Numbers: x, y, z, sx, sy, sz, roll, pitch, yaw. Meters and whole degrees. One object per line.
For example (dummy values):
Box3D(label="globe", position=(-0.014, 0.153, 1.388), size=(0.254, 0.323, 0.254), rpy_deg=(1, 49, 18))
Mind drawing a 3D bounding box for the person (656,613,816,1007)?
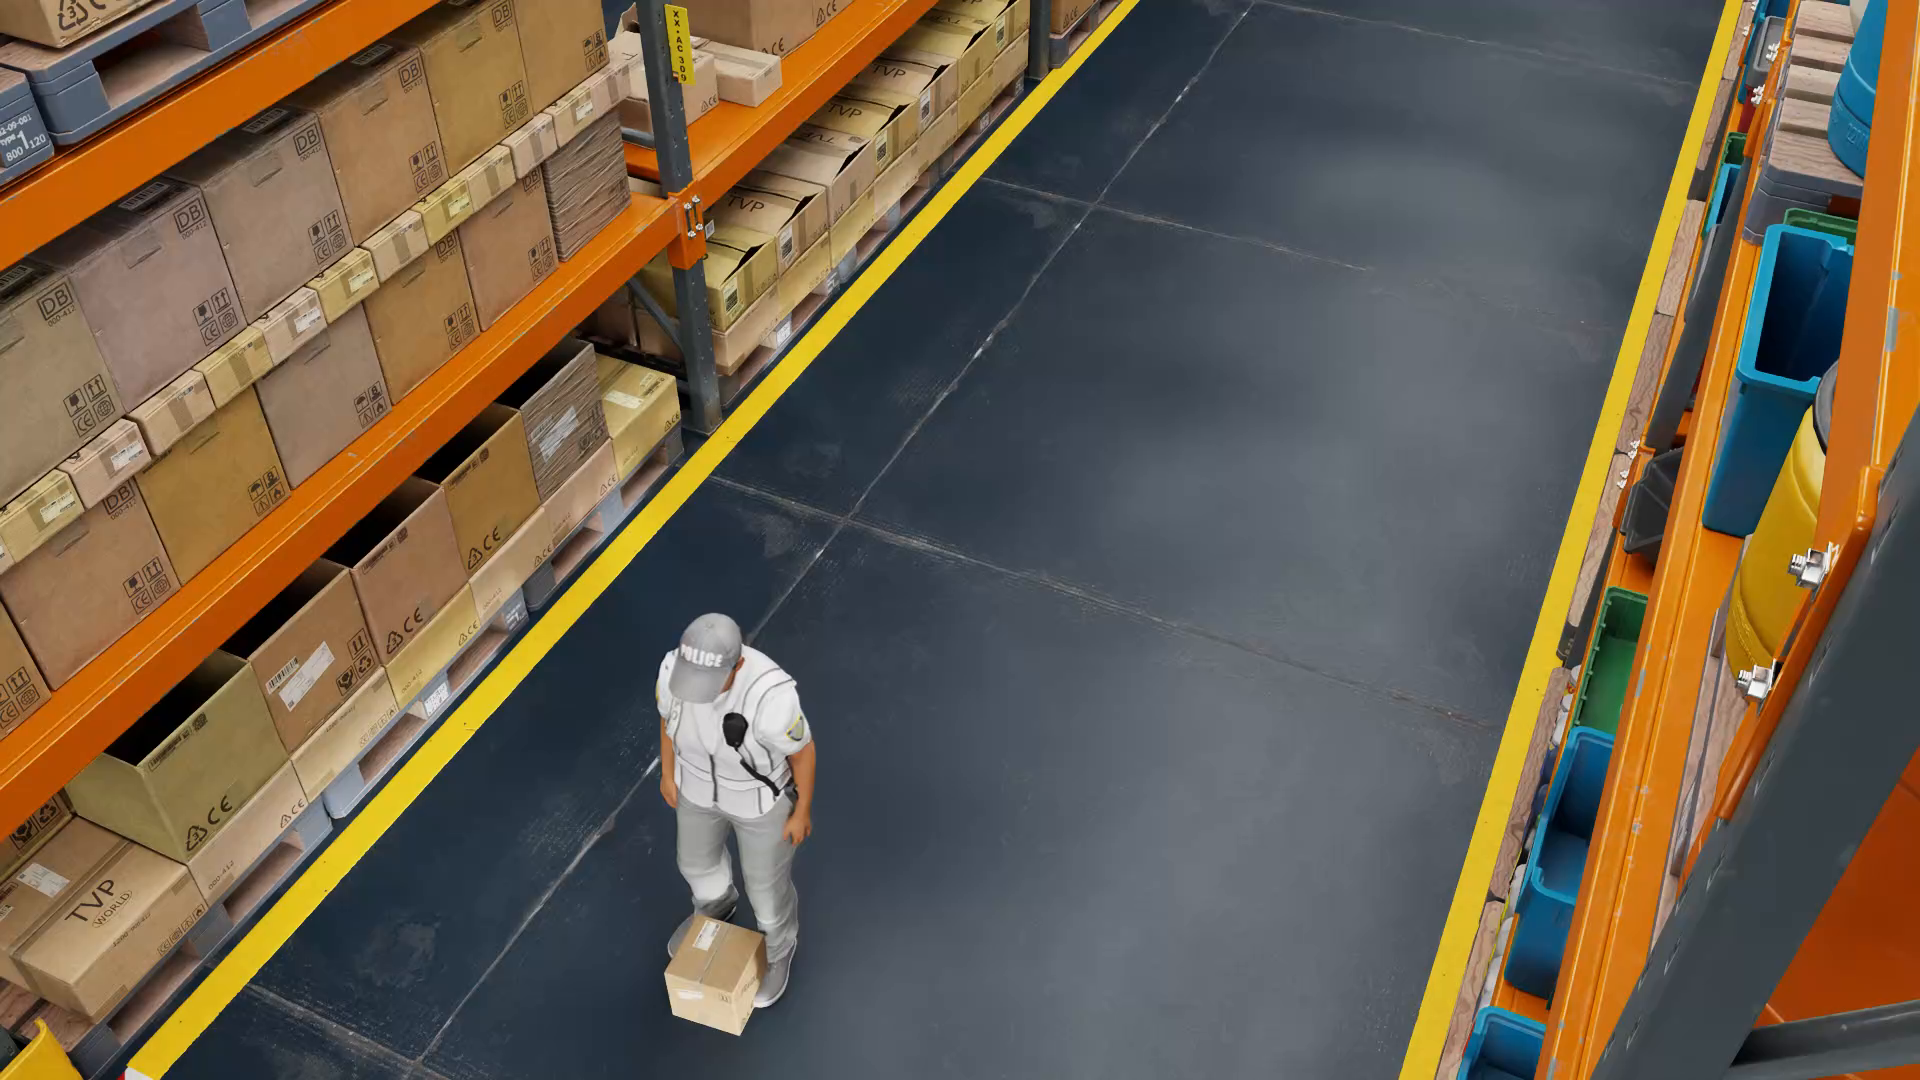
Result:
Box3D(label="person", position=(-0.724, 0.806, 5.268), size=(0.555, 1.665, 0.467), rpy_deg=(14, 44, 15))
